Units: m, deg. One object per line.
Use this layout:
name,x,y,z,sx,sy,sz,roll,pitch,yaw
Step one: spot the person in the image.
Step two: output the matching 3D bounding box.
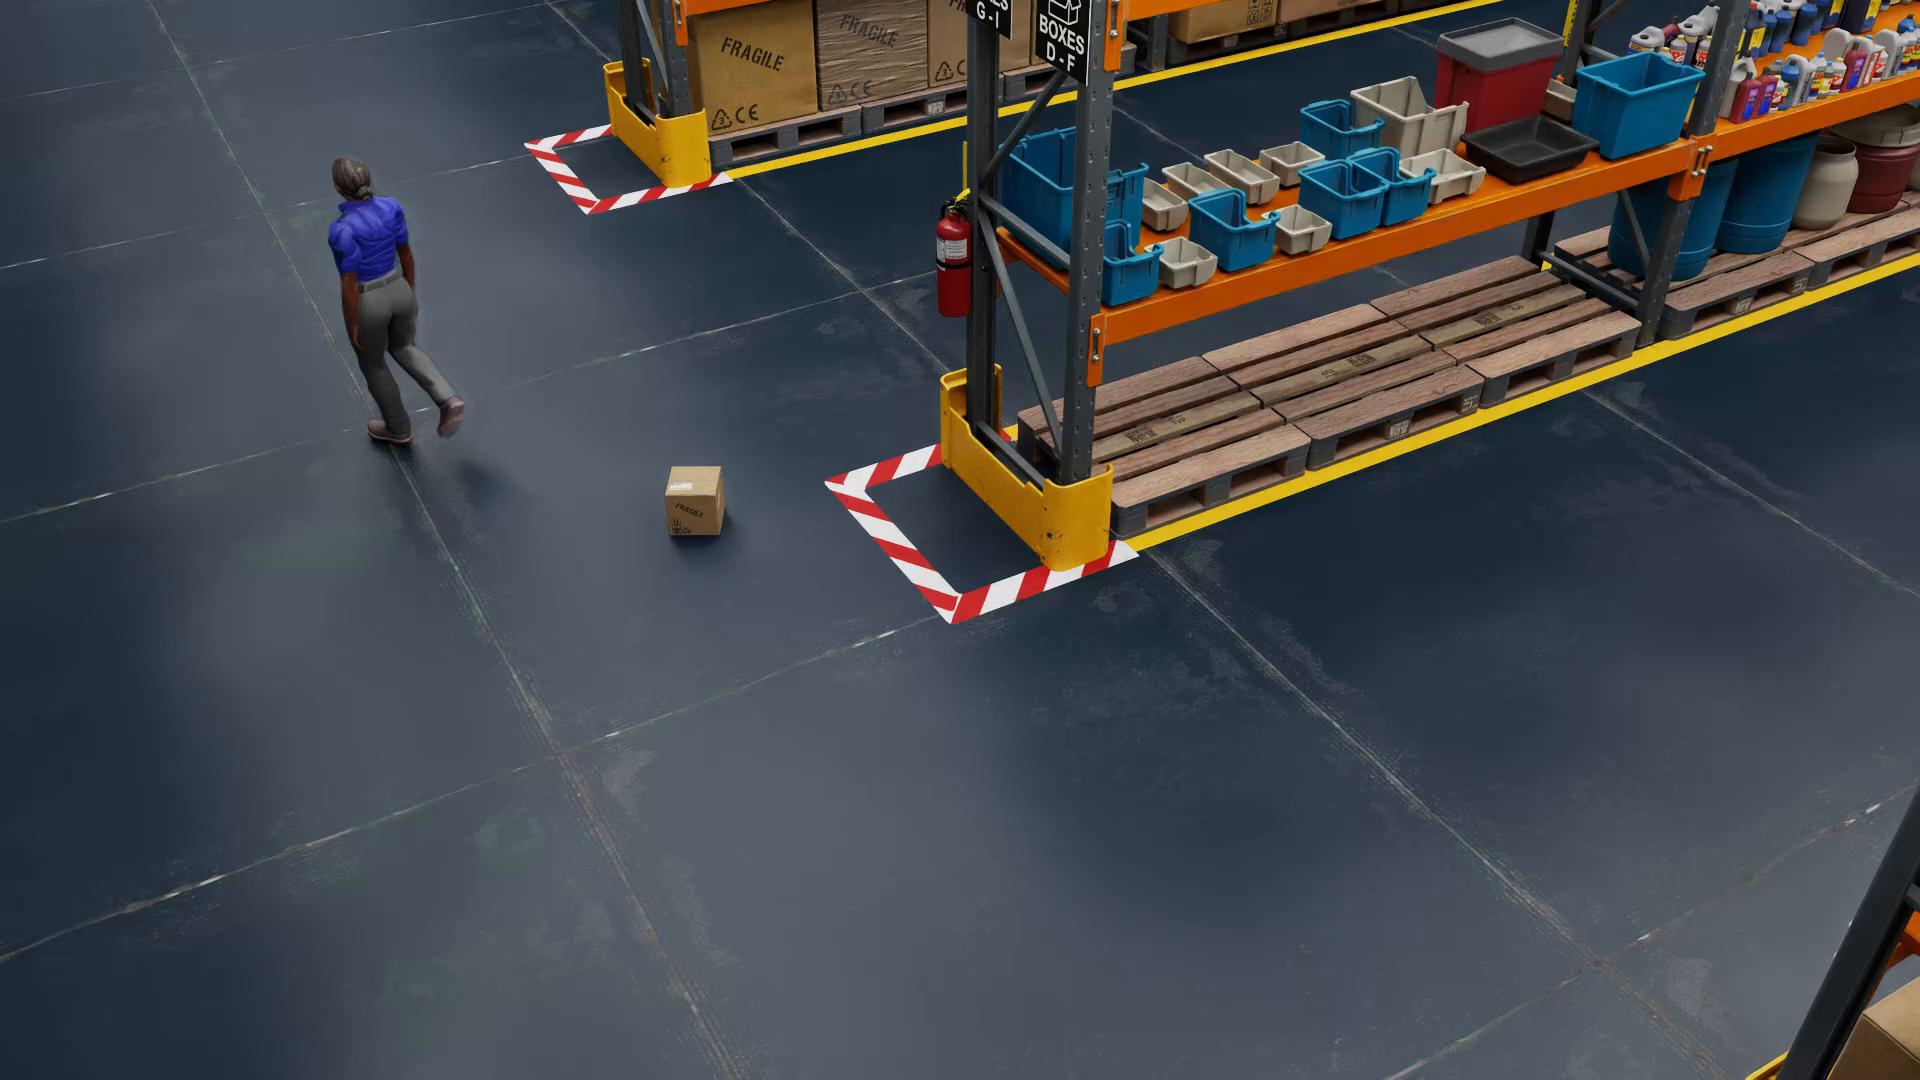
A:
person,-2.925,-1.195,8.483,0.605,1.638,0.447,21,42,25
